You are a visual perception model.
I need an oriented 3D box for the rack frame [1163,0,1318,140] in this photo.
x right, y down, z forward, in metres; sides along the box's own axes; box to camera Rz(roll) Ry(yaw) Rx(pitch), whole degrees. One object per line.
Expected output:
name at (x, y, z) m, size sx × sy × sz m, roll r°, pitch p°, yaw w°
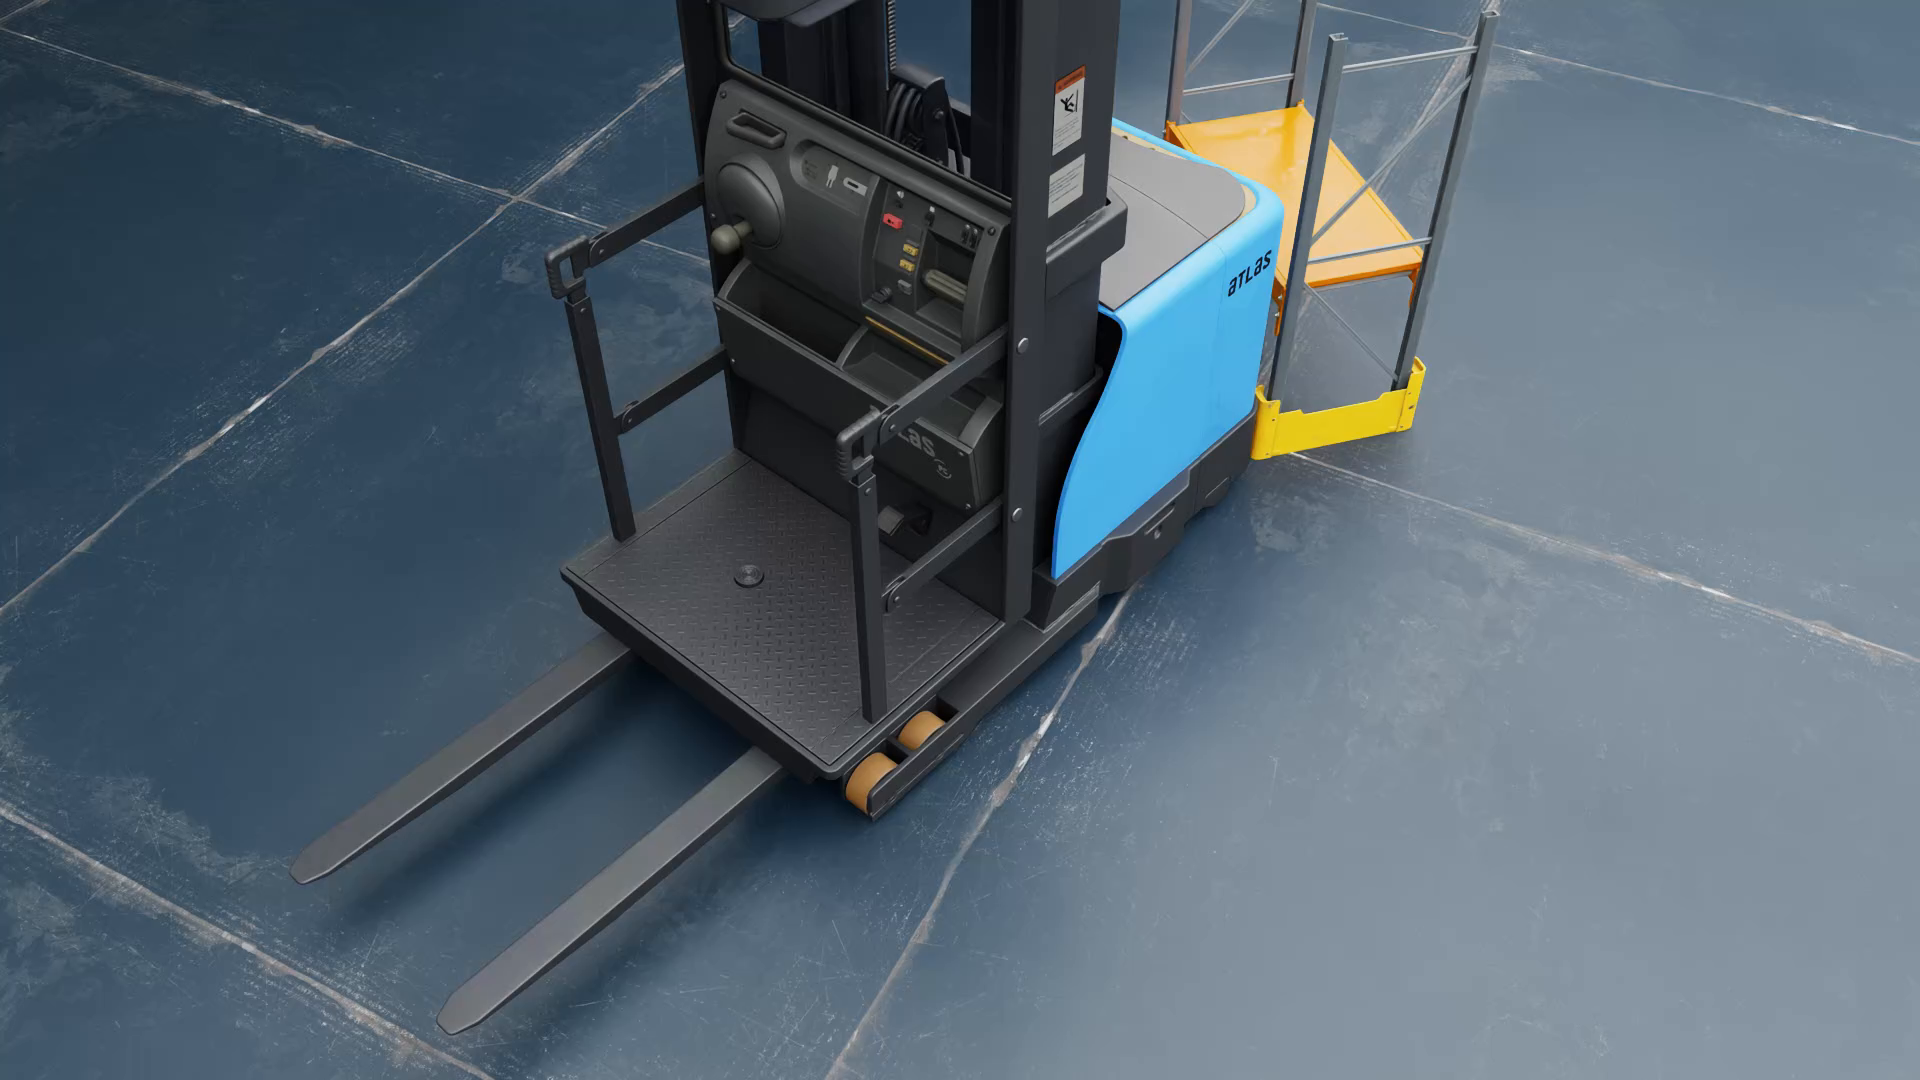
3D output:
rack frame at (0.957, -1.570, 5.747) m, size 0.500 × 1.500 × 0.032 m, roll -12°, pitch 46°, yaw -11°

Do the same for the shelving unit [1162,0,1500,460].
shelving unit at (1.101, -1.216, 5.397) m, size 0.587 × 1.500 × 1.083 m, roll -12°, pitch 46°, yaw -11°

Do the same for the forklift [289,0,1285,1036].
forklift at (-0.414, -0.699, 3.880) m, size 1.130 × 2.935 × 3.031 m, roll 32°, pitch 54°, yaw 28°

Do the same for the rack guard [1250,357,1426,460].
rack guard at (1.240, -0.437, 5.506) m, size 0.587 × 0.250 × 0.087 m, roll -12°, pitch 46°, yaw -11°

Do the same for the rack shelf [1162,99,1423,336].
rack shelf at (1.099, -1.096, 5.532) m, size 0.538 × 0.185 × 1.000 m, roll -12°, pitch 46°, yaw -11°

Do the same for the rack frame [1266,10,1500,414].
rack frame at (1.240, -0.875, 5.060) m, size 0.500 × 1.500 × 0.032 m, roll -12°, pitch 46°, yaw -11°
